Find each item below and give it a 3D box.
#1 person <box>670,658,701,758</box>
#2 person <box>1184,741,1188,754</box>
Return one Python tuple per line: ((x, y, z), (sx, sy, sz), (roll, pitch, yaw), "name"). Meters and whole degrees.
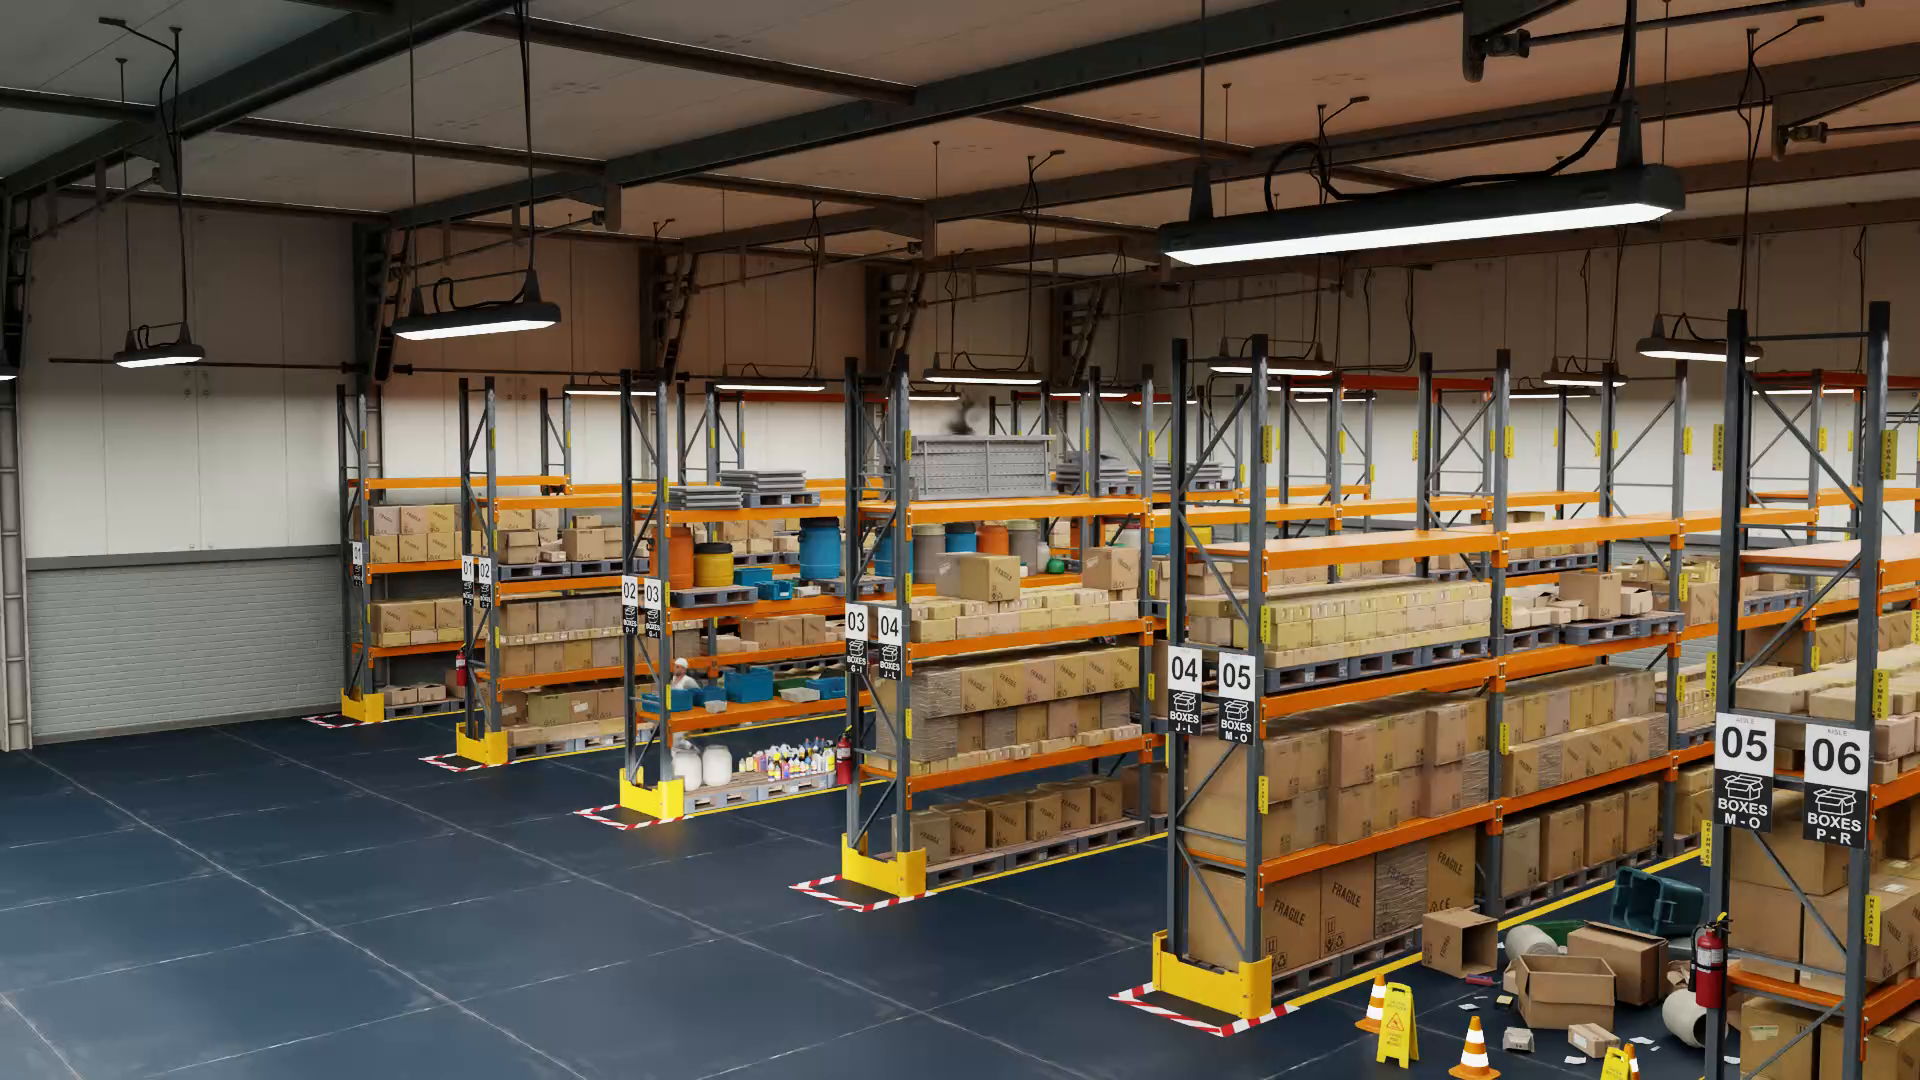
((-4.232, 2.648, 25.084), (0.652, 1.738, 0.615), (3, 5, 41), "person")
((3.342, 2.712, 25.310), (0.571, 1.599, 0.635), (-4, 5, -44), "person")
